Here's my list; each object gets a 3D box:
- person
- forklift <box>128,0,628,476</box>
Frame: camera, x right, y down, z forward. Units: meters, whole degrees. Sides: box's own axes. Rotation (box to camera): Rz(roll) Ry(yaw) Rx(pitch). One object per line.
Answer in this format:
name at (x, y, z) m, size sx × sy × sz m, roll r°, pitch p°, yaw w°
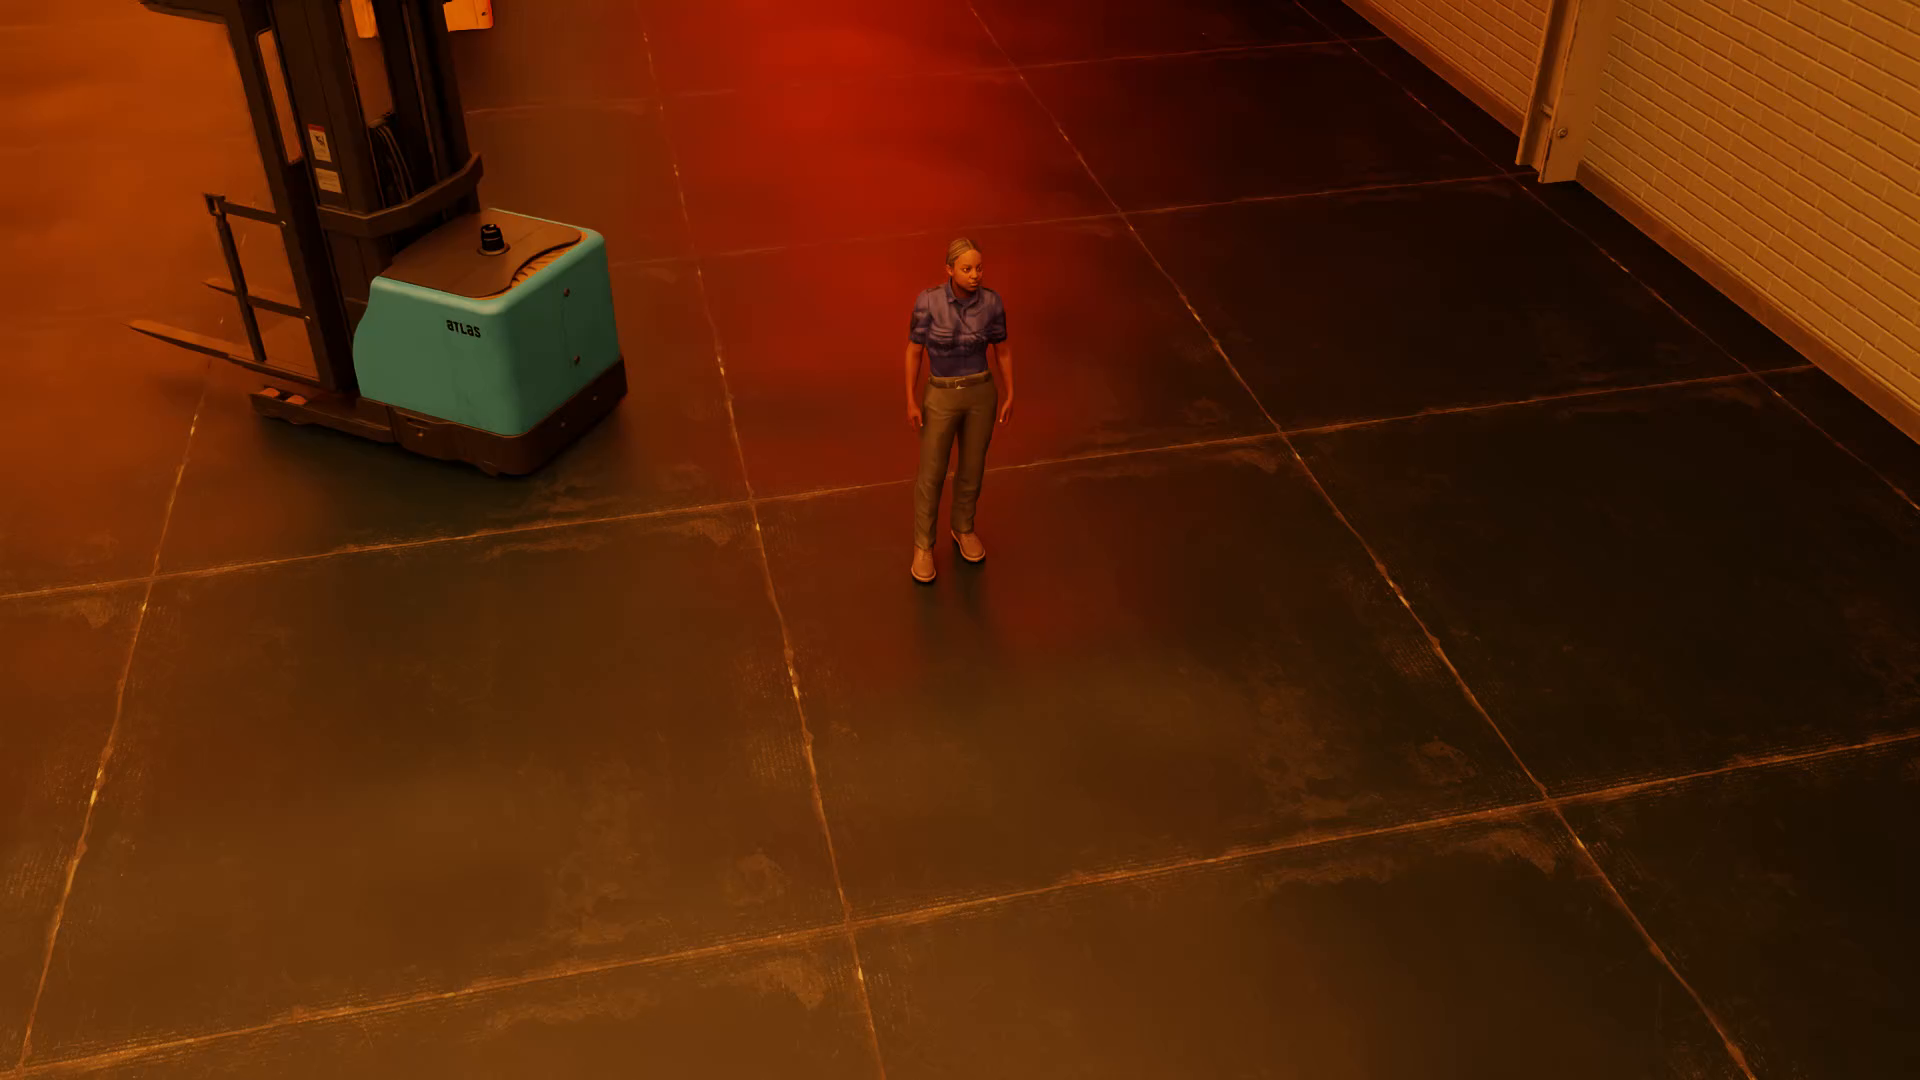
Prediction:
person at (0.001, -0.625, 7.999) m, size 0.570 × 1.656 × 0.503 m, roll -8°, pitch 36°, yaw -11°
forklift at (-3.483, -2.108, 8.979) m, size 3.031 × 2.935 × 1.130 m, roll 15°, pitch 38°, yaw 20°
